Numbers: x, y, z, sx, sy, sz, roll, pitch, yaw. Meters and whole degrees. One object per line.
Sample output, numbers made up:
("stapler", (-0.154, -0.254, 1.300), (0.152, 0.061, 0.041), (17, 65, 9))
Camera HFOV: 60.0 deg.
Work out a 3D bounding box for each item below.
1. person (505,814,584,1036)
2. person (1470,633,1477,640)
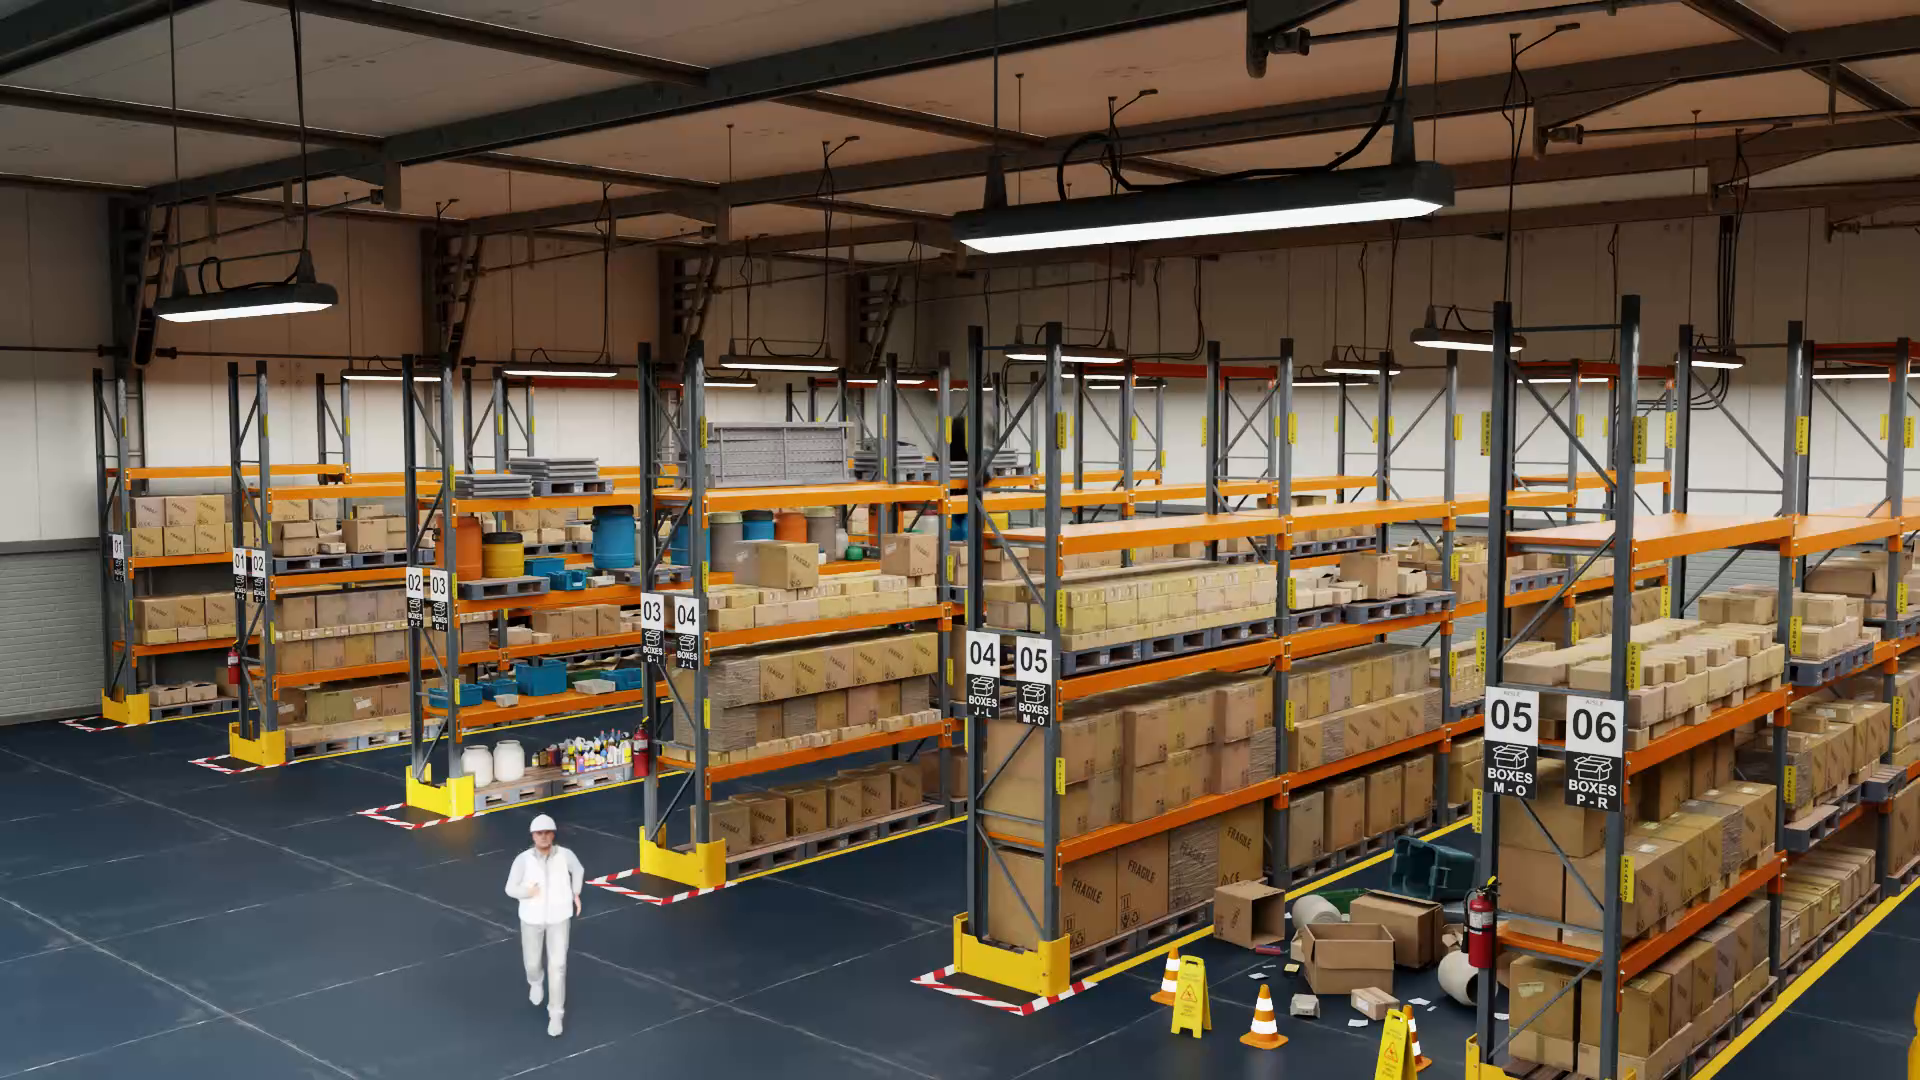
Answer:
("person", (-3.529, 3.212, 14.169), (0.657, 1.753, 0.971), (-1, 4, -14))
("person", (8.386, 2.339, 27.000), (0.598, 1.696, 0.917), (4, 6, 45))
